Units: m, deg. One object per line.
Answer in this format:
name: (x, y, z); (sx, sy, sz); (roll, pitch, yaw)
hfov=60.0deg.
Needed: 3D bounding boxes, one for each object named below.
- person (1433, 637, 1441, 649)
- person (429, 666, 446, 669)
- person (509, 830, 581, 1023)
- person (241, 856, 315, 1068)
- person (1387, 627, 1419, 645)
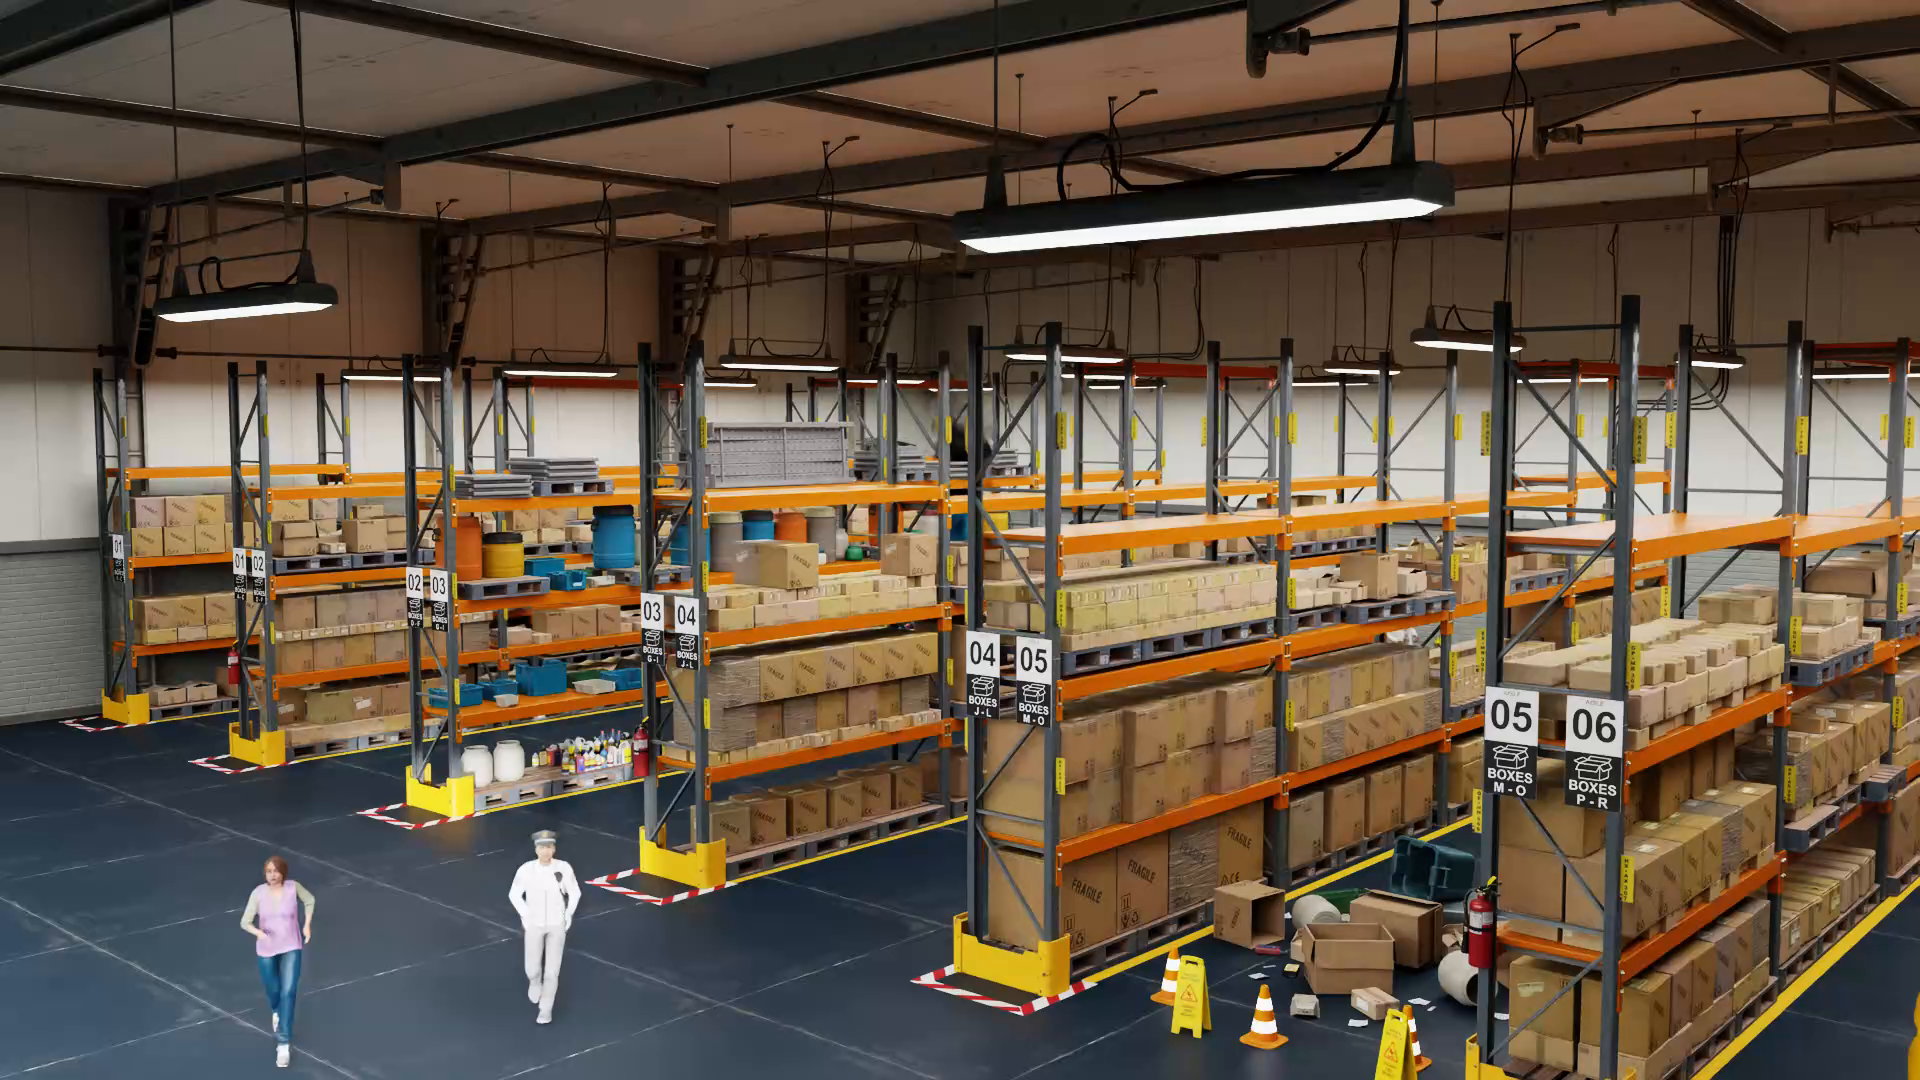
person: (7.575, 2.384, 26.100); (0.635, 1.740, 0.723); (-4, 6, -44)
person: (-9.161, 2.201, 29.011); (0.535, 1.626, 0.702); (3, 5, 35)
person: (-3.559, 3.287, 14.294); (0.602, 1.652, 0.543); (-1, 4, -15)
person: (-5.553, 3.364, 13.555); (0.550, 1.614, 0.860); (-1, 4, -16)
person: (8.209, 2.033, 31.091); (0.757, 1.743, 0.786); (-2, 5, -27)
